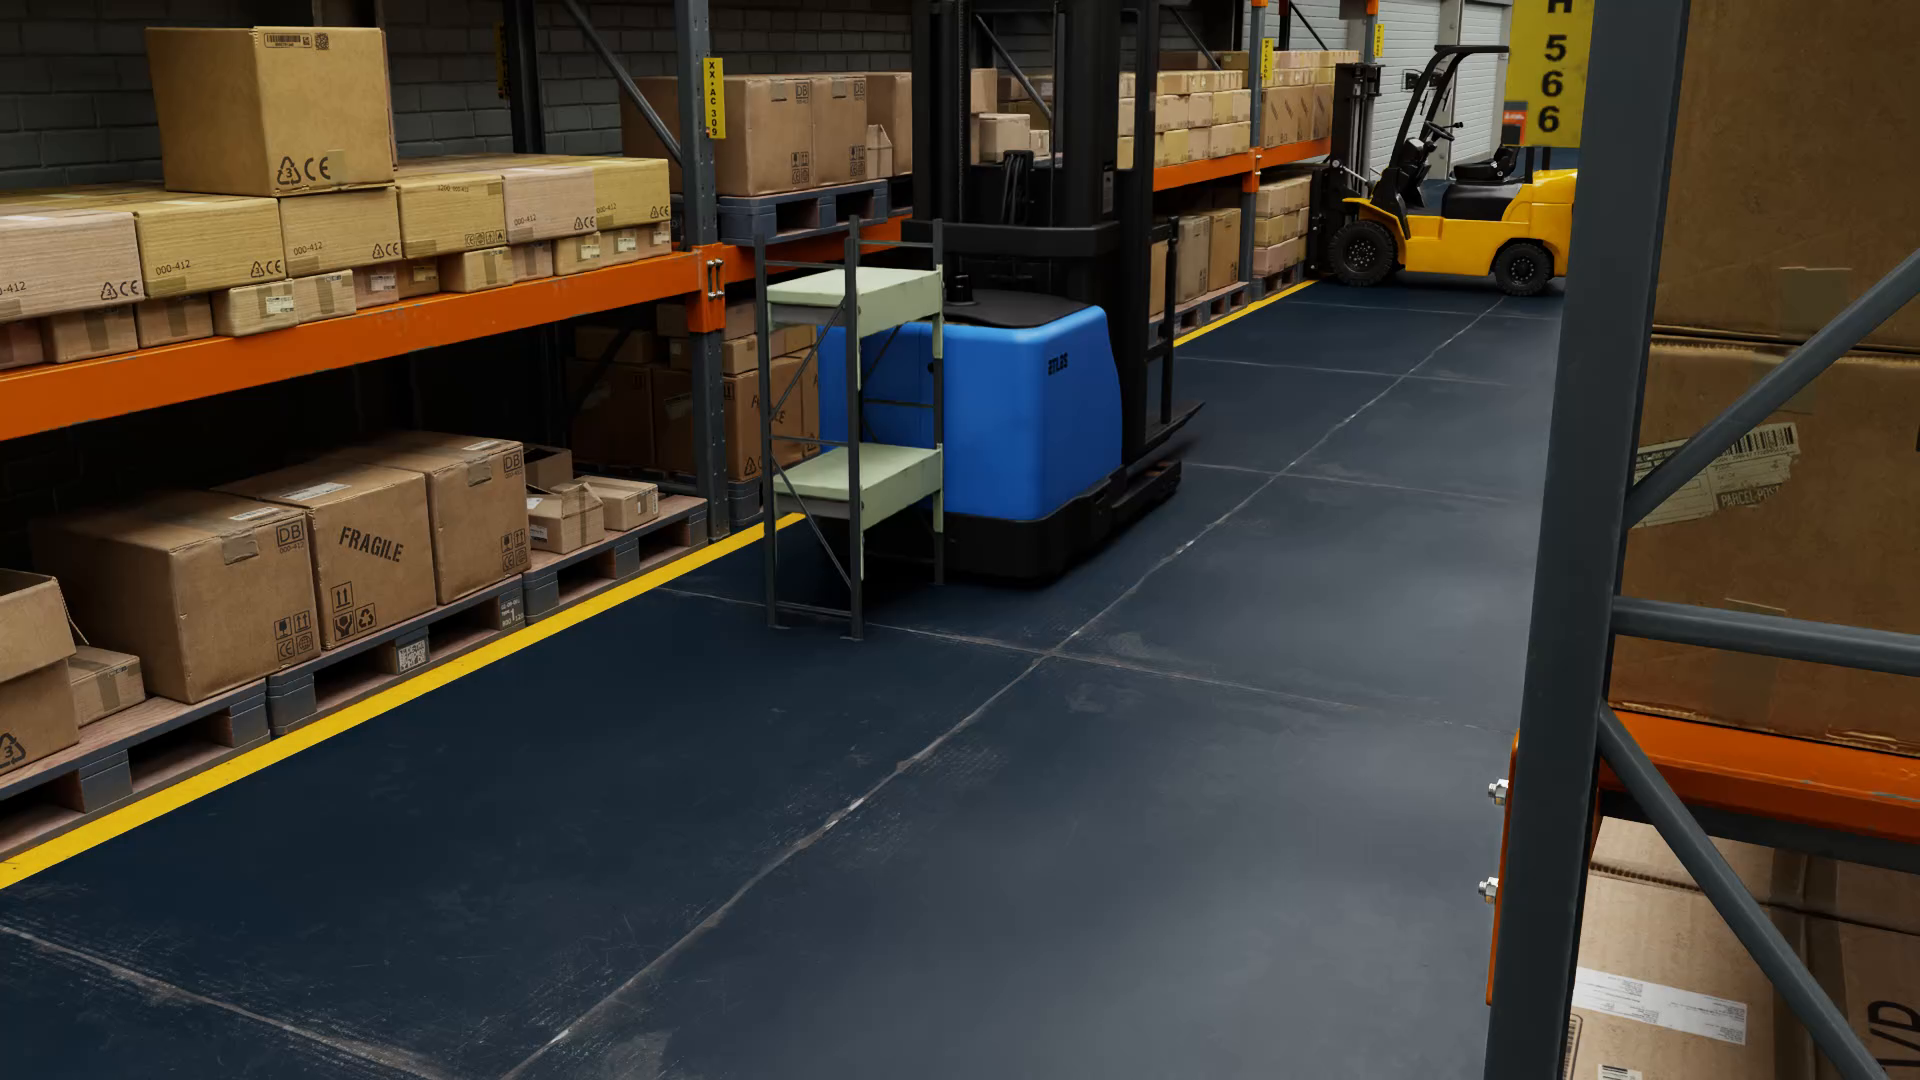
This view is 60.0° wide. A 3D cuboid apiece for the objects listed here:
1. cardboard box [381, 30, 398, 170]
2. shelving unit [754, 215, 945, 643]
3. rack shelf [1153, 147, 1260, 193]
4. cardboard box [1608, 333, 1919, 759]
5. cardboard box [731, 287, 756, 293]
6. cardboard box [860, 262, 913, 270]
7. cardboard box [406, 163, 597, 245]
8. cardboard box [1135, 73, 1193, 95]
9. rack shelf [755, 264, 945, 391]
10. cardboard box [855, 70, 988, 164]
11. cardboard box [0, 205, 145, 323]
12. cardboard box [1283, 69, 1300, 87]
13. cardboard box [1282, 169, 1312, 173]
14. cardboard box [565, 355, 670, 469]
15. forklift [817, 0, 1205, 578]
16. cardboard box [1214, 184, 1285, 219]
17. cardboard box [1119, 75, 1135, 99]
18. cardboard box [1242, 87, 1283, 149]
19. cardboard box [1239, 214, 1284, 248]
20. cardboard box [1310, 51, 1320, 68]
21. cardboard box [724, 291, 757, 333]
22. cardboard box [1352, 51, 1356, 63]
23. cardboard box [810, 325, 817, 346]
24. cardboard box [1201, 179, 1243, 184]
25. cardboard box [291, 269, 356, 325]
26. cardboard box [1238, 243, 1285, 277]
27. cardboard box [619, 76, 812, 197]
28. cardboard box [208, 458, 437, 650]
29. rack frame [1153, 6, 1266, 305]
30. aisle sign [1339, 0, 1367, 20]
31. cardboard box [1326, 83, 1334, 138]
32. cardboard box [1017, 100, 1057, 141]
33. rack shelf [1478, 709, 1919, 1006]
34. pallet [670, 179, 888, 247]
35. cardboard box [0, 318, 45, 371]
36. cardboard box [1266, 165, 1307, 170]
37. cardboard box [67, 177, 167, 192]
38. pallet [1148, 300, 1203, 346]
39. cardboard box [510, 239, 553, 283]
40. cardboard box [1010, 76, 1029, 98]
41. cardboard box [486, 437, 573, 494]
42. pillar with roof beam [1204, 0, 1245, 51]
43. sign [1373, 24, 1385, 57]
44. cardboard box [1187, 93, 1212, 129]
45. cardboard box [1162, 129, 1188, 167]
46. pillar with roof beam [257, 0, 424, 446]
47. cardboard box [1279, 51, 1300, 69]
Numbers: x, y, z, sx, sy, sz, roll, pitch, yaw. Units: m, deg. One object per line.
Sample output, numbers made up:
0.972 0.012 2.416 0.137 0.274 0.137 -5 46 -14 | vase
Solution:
-2.425 -1.587 6.024 0.500 0.500 0.500 8 18 24 | cardboard box
-0.402 -0.455 6.421 0.431 1.500 0.755 7 18 23 | shelving unit
1.160 -2.686 12.563 1.077 0.370 4.000 8 18 25 | rack shelf
1.112 -0.058 2.275 0.500 0.500 0.500 8 18 26 | cardboard box
-1.074 -1.282 9.086 0.380 0.149 0.250 8 18 26 | cardboard box
-0.428 -1.604 10.171 0.380 0.149 0.250 8 18 26 | cardboard box
-1.741 -1.283 6.317 0.500 0.250 0.500 8 18 26 | cardboard box
1.506 -3.377 12.312 0.380 0.149 0.250 8 18 24 | cardboard box
-0.402 -0.829 6.310 0.431 0.370 0.720 7 18 23 | rack shelf
-0.298 -2.333 9.192 0.797 0.503 0.637 8 18 24 | cardboard box
-2.640 -0.764 4.570 0.500 0.250 0.500 8 18 26 | cardboard box
2.814 -4.136 14.868 0.380 0.149 0.250 9 19 27 | cardboard box
3.475 -3.504 16.390 0.500 0.250 0.500 8 18 26 | cardboard box
-1.566 -0.668 8.159 0.500 0.500 0.500 8 18 25 | cardboard box
0.455 -1.625 7.848 1.130 2.935 3.031 7 18 23 | forklift
2.550 -2.986 14.646 0.500 0.250 0.500 8 18 25 | cardboard box
0.988 -3.129 11.476 0.380 0.149 0.250 8 18 26 | cardboard box
2.485 -3.668 14.430 0.500 0.500 0.500 8 18 24 | cardboard box
2.546 -2.747 14.719 0.500 0.250 0.500 8 18 25 | cardboard box
3.189 -4.551 15.742 0.380 0.149 0.250 8 18 26 | cardboard box
-1.050 -1.089 7.913 0.380 0.149 0.250 7 18 23 | cardboard box
3.787 -4.876 16.835 0.380 0.149 0.250 8 18 25 | cardboard box
-0.854 -1.093 8.449 0.380 0.149 0.250 8 18 24 | cardboard box
2.313 -3.184 15.311 0.500 0.250 0.500 8 18 25 | cardboard box
-2.197 -0.804 5.403 0.380 0.149 0.250 9 19 27 | cardboard box
2.566 -2.505 14.780 0.500 0.250 0.500 8 18 26 | cardboard box
-1.105 -1.847 7.560 0.700 0.500 0.500 9 19 27 | cardboard box
-2.208 0.035 5.792 0.500 0.500 0.500 8 19 26 | cardboard box
2.053 -3.540 14.176 1.000 3.000 0.127 8 18 25 | rack frame
4.133 -5.785 17.166 0.394 0.787 0.004 8 18 25 | aisle sign
3.387 -4.187 16.177 0.500 0.500 0.500 8 18 24 | cardboard box
0.705 -2.768 10.961 0.500 0.250 0.500 8 18 25 | cardboard box
2.027 -0.018 3.579 1.077 0.370 4.000 8 18 25 | rack shelf
-1.067 -1.600 7.981 1.003 0.211 1.213 8 18 25 | pallet
-2.758 -0.554 4.563 0.380 0.149 0.250 8 18 25 | cardboard box
3.237 -3.696 17.034 0.500 0.250 0.500 8 18 25 | cardboard box
-2.650 -1.095 5.685 0.500 0.250 0.500 8 18 25 | cardboard box
1.215 -1.699 12.874 1.003 0.211 1.213 8 18 25 | pallet
-1.771 -1.067 6.290 0.380 0.149 0.250 9 19 27 | cardboard box
0.247 -3.070 11.277 0.380 0.149 0.250 9 19 27 | cardboard box
-2.028 -0.277 7.173 0.500 0.311 0.500 9 19 27 | cardboard box
6.575 -6.825 14.697 9.100 9.000 0.400 8 18 25 | pillar with roof beam
4.320 -5.155 17.163 0.100 0.325 0.005 8 18 25 | sign
1.606 -3.289 12.715 0.500 0.250 0.500 8 19 26 | cardboard box
1.369 -2.923 12.361 0.500 0.250 0.500 9 19 27 | cardboard box
1.213 -3.768 4.406 9.100 9.000 0.400 8 18 25 | pillar with roof beam
2.810 -4.282 14.835 0.380 0.149 0.250 9 19 27 | cardboard box
